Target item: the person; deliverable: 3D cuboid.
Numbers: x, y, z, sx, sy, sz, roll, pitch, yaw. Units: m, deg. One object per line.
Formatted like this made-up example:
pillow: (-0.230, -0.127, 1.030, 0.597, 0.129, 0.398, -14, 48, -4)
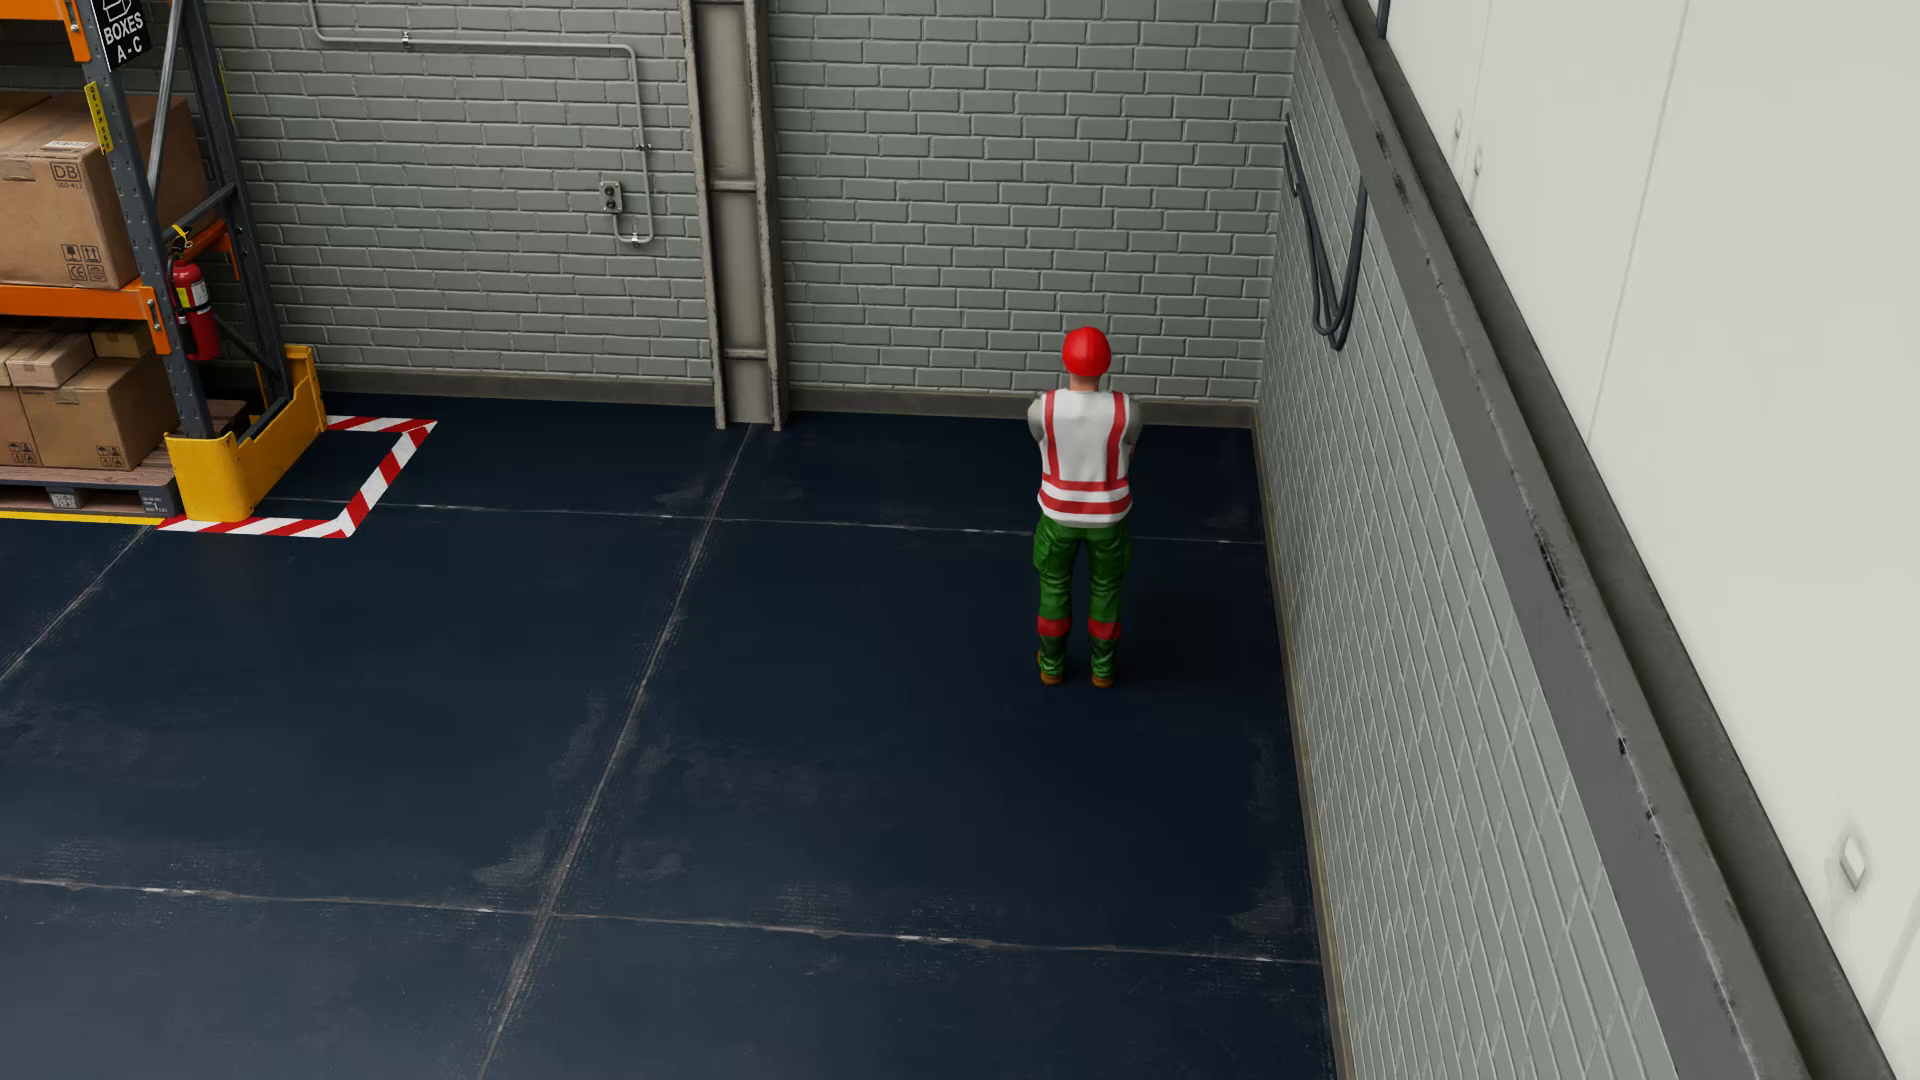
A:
person: (0.546, -0.184, 7.413, 0.495, 1.785, 0.552, 3, 32, 5)
